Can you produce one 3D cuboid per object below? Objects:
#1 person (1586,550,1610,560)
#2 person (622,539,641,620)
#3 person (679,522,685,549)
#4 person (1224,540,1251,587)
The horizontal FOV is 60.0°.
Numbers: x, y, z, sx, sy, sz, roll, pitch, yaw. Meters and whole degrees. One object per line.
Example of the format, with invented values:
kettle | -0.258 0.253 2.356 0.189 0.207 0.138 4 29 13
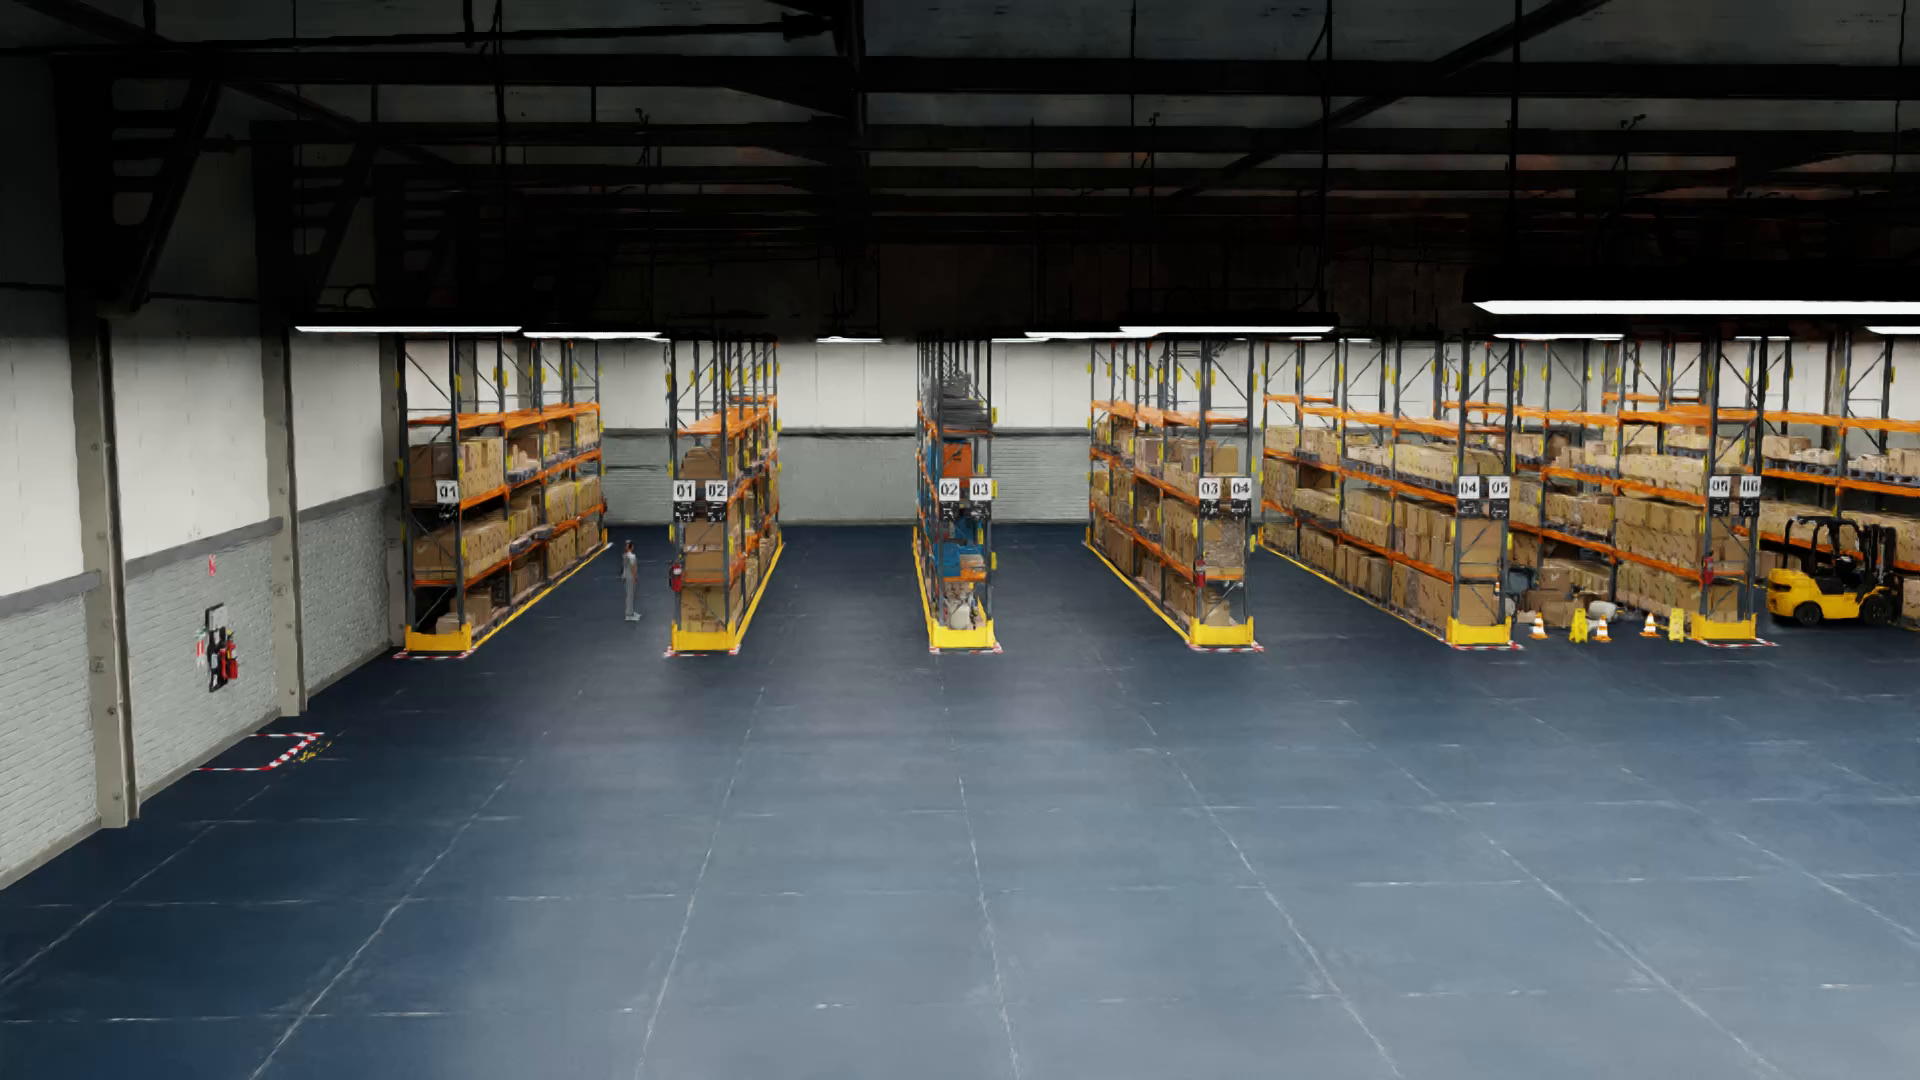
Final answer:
person | 16.999 -0.281 44.114 0.648 1.588 0.691 2 7 19
person | -6.814 0.813 34.544 0.441 1.675 0.496 -5 8 -34
person | -7.776 -0.670 46.532 0.402 1.786 0.686 -2 7 -13
person | 6.523 0.248 39.229 0.729 1.733 0.546 0 7 -4
